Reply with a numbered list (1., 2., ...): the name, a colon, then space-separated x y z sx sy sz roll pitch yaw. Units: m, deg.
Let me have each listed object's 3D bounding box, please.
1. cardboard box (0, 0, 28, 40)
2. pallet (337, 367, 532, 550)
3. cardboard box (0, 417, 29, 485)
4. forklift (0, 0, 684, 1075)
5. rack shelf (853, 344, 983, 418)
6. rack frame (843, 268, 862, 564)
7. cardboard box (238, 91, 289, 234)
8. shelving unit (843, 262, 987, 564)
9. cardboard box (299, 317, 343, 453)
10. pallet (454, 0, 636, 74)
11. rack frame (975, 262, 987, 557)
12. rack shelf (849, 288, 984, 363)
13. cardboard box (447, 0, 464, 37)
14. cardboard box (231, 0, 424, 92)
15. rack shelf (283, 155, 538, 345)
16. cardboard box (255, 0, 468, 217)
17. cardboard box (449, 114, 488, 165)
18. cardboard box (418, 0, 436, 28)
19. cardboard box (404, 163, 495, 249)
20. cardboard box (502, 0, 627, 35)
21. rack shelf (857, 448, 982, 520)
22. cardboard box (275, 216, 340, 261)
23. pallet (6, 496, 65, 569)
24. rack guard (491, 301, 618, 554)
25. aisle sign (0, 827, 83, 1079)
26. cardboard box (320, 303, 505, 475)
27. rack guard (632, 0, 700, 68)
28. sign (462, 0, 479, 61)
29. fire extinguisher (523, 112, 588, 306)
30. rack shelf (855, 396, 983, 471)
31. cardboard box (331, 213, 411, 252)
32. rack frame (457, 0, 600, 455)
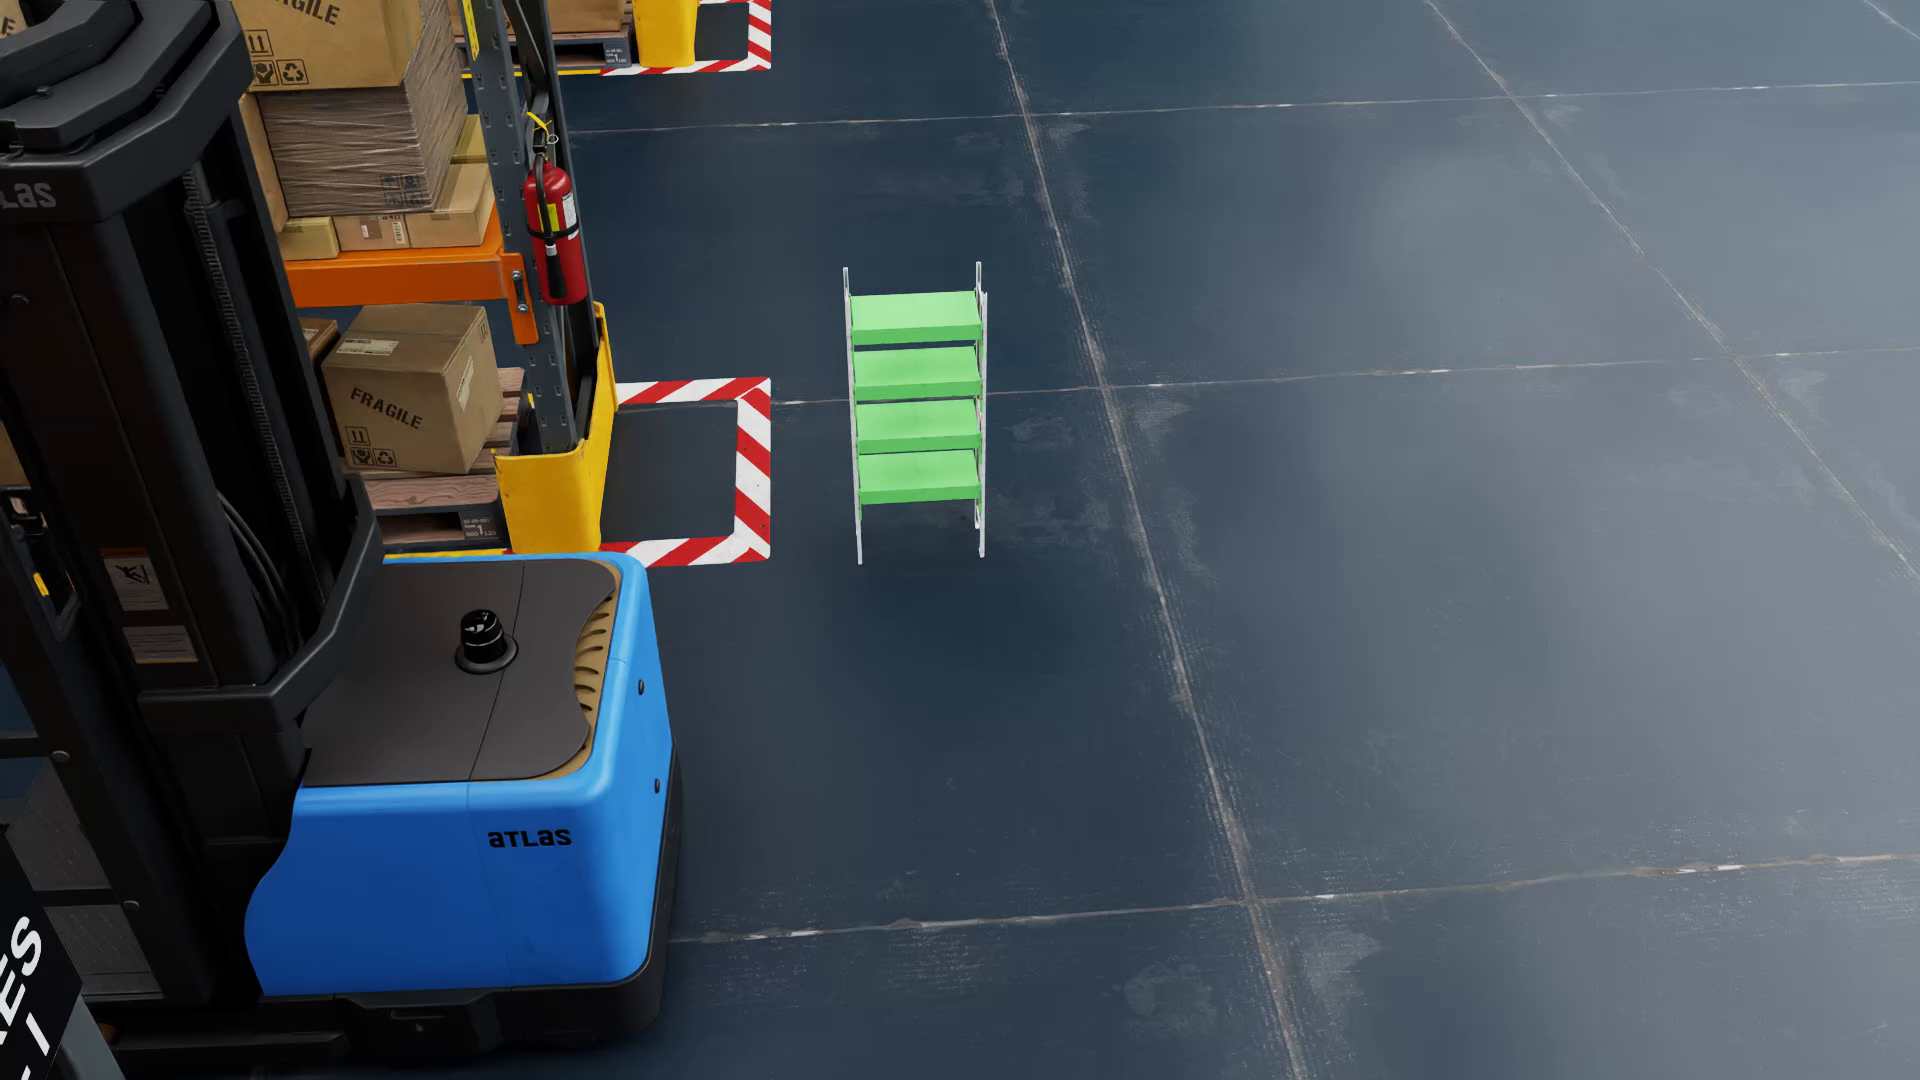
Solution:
1. cardboard box: -3.119 -1.776 5.451 0.500 0.500 0.500 -3 38 -4
2. pallet: -2.486 -0.345 7.017 1.213 0.211 1.003 -3 38 -4
3. cardboard box: -3.999 -0.547 6.700 0.500 0.500 0.500 -6 39 -8
4. forklift: -2.416 0.063 4.304 3.031 2.935 1.130 -2 38 -2
5. rack shelf: -0.165 -0.600 6.258 0.480 0.148 0.258 -3 38 -4
6. rack frame: -0.408 -0.449 6.350 0.015 1.200 0.240 -3 38 -4
7. cardboard box: -2.635 -1.508 5.919 0.500 0.500 0.875 -3 38 -4
8. shelving unit: -0.165 -0.462 6.367 0.503 1.200 0.258 -3 38 -4
9. cardboard box: -2.814 -0.572 6.733 0.500 0.500 0.500 6 39 8
10. pallet: -2.726 -3.346 10.820 1.213 0.211 1.003 -3 38 -4
11. rack frame: 0.078 -0.475 6.384 0.015 1.200 0.240 -3 38 -4
12. rack shelf: -0.165 -0.789 6.109 0.480 0.148 0.258 -3 38 -4
13. cardboard box: -3.482 -3.736 10.439 0.875 0.875 0.875 -4 38 -5
14. cardboard box: -2.124 -1.833 5.523 0.500 0.500 0.500 -3 38 -4
15. rack shelf: -3.590 -1.075 6.271 4.000 0.370 1.077 -3 38 -4
16. cardboard box: -2.148 -1.609 6.047 0.500 0.500 0.875 -3 38 -4
17. cardboard box: -1.903 -1.500 6.432 0.250 0.149 0.380 -3 38 -4
18. cardboard box: -2.170 -2.153 5.929 0.500 0.500 0.500 -3 38 -4
19. cardboard box: -1.863 -1.225 6.084 0.250 0.149 0.380 -3 38 -4
20. cardboard box: -2.606 -3.785 10.502 0.875 0.875 0.875 -3 38 -4
21. rack shelf: -0.165 -0.223 6.555 0.480 0.148 0.258 -3 38 -4
22. cardboard box: -2.357 -1.166 6.009 0.250 0.149 0.380 -3 38 -4
23. pallet: -3.698 -0.280 6.935 1.213 0.211 1.003 -3 38 -4
24. rack guard: -1.673 -0.481 6.956 0.348 0.500 1.175 -3 38 -4
25. aisle sign: -1.113 0.384 1.743 0.004 0.787 0.394 -3 38 -4
26. cardboard box: -2.221 -0.626 6.801 0.500 0.500 0.500 4 38 4
27. rack guard: -1.912 -3.553 10.849 0.348 0.500 1.175 -3 38 -4
28. sign: -1.568 -1.702 5.295 0.005 0.325 0.100 -3 38 -4
29. fire extinguisher: -1.443 -1.158 5.859 0.183 0.674 0.296 -3 38 -4
30. rack shelf: -0.165 -0.412 6.406 0.480 0.148 0.258 -3 38 -4
31. cardboard box: -2.112 -1.212 6.067 0.250 0.149 0.380 -3 38 -4
32. rack frame: -1.598 -1.467 6.187 0.127 3.000 1.000 -3 38 -4
